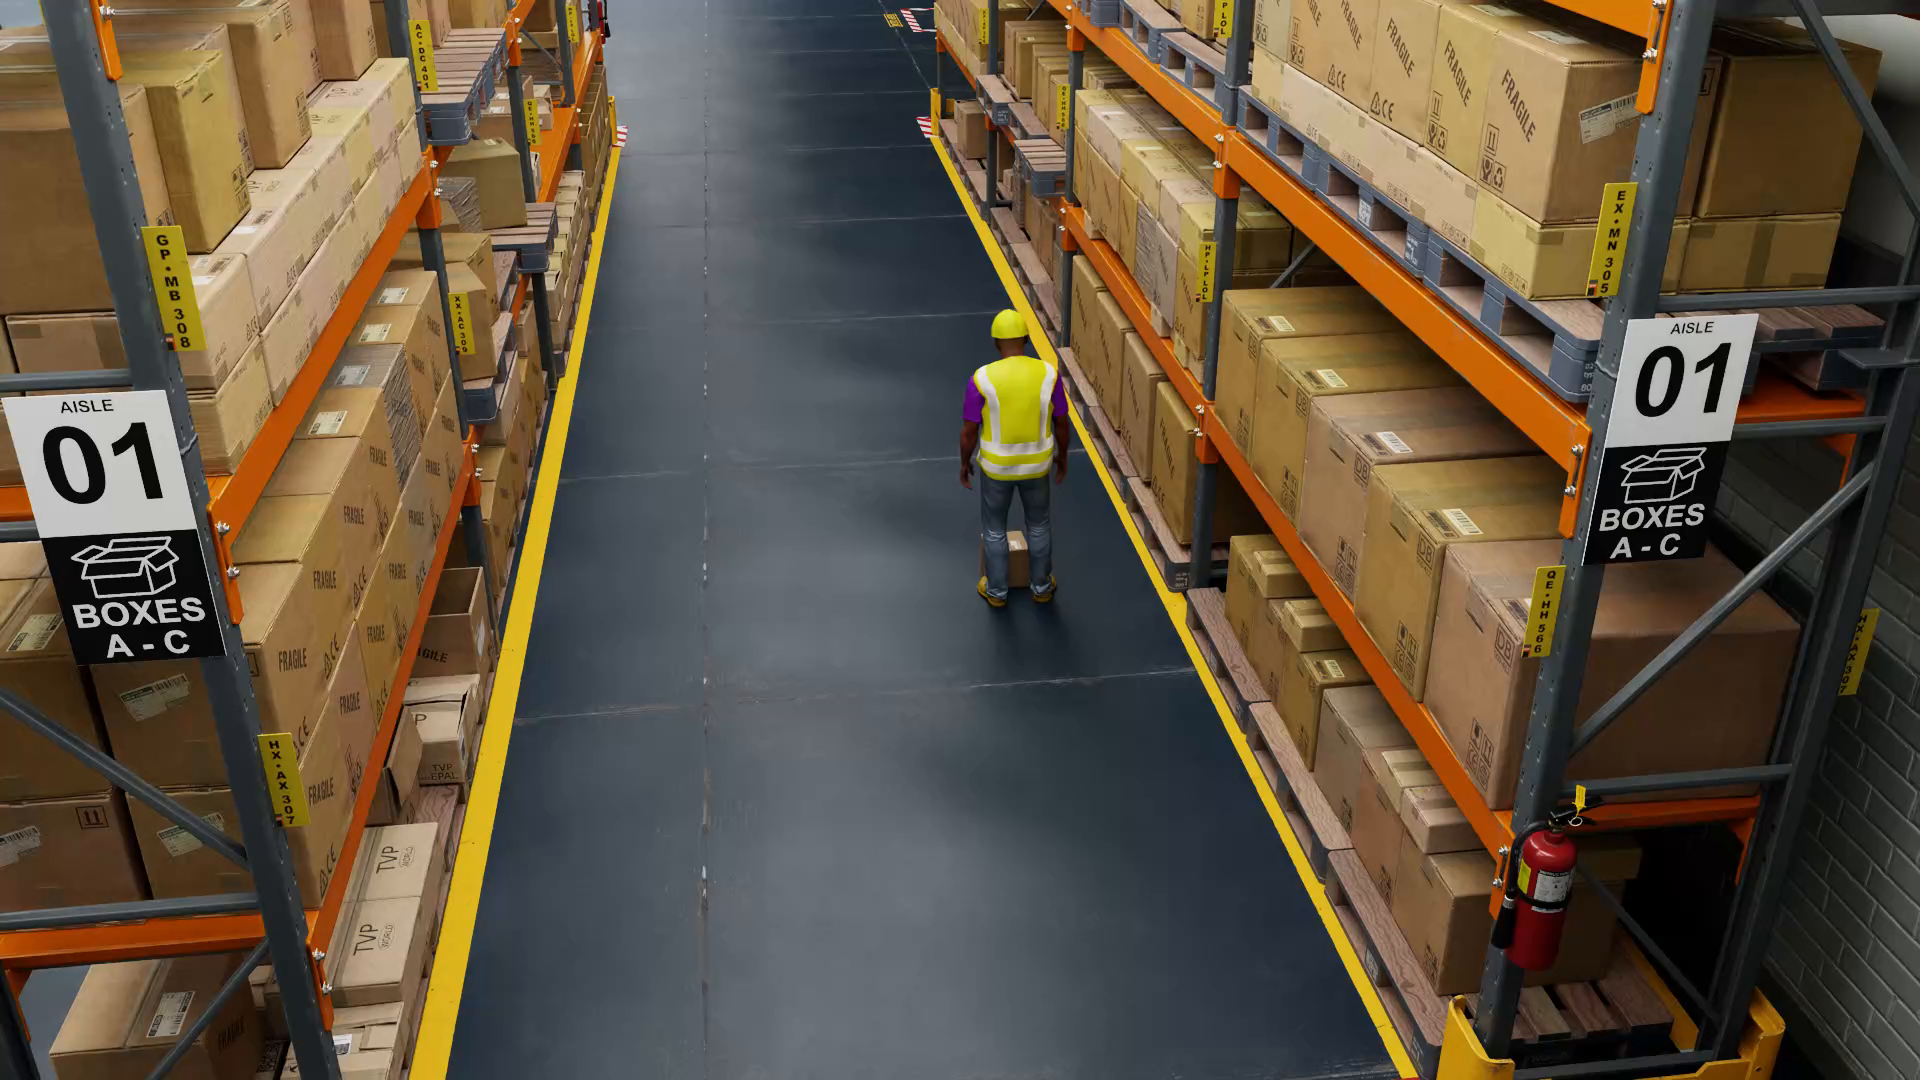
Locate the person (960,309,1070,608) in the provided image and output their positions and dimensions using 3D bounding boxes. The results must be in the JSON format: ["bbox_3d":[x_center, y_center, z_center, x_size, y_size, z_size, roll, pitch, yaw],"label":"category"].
[{"bbox_3d":[0.309,-0.453,9.487,0.631,1.760,0.463,-4,27,-7],"label":"person"}]
